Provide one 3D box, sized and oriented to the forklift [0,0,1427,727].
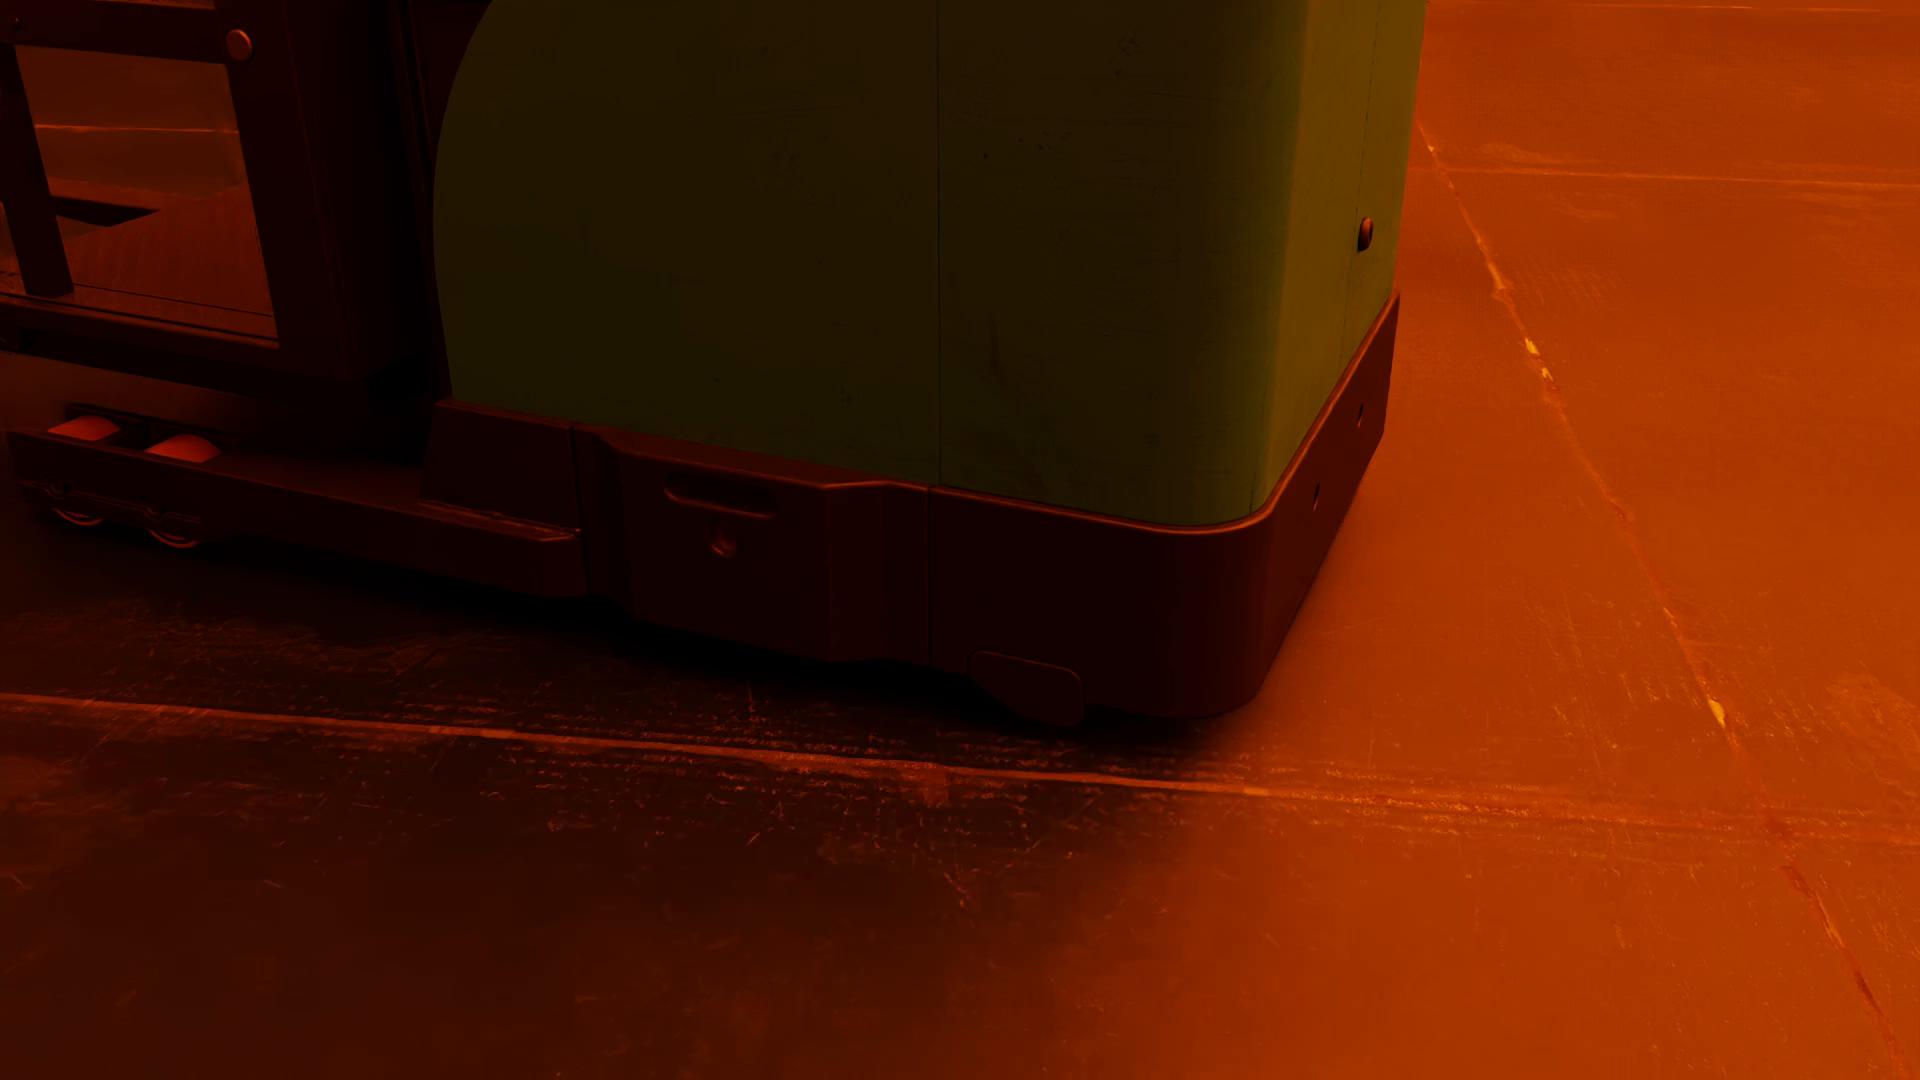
[{"bbox_3d":[-0.880,-1.503,2.230,3.031,2.935,1.130,11,28,20],"label":"forklift"}]
